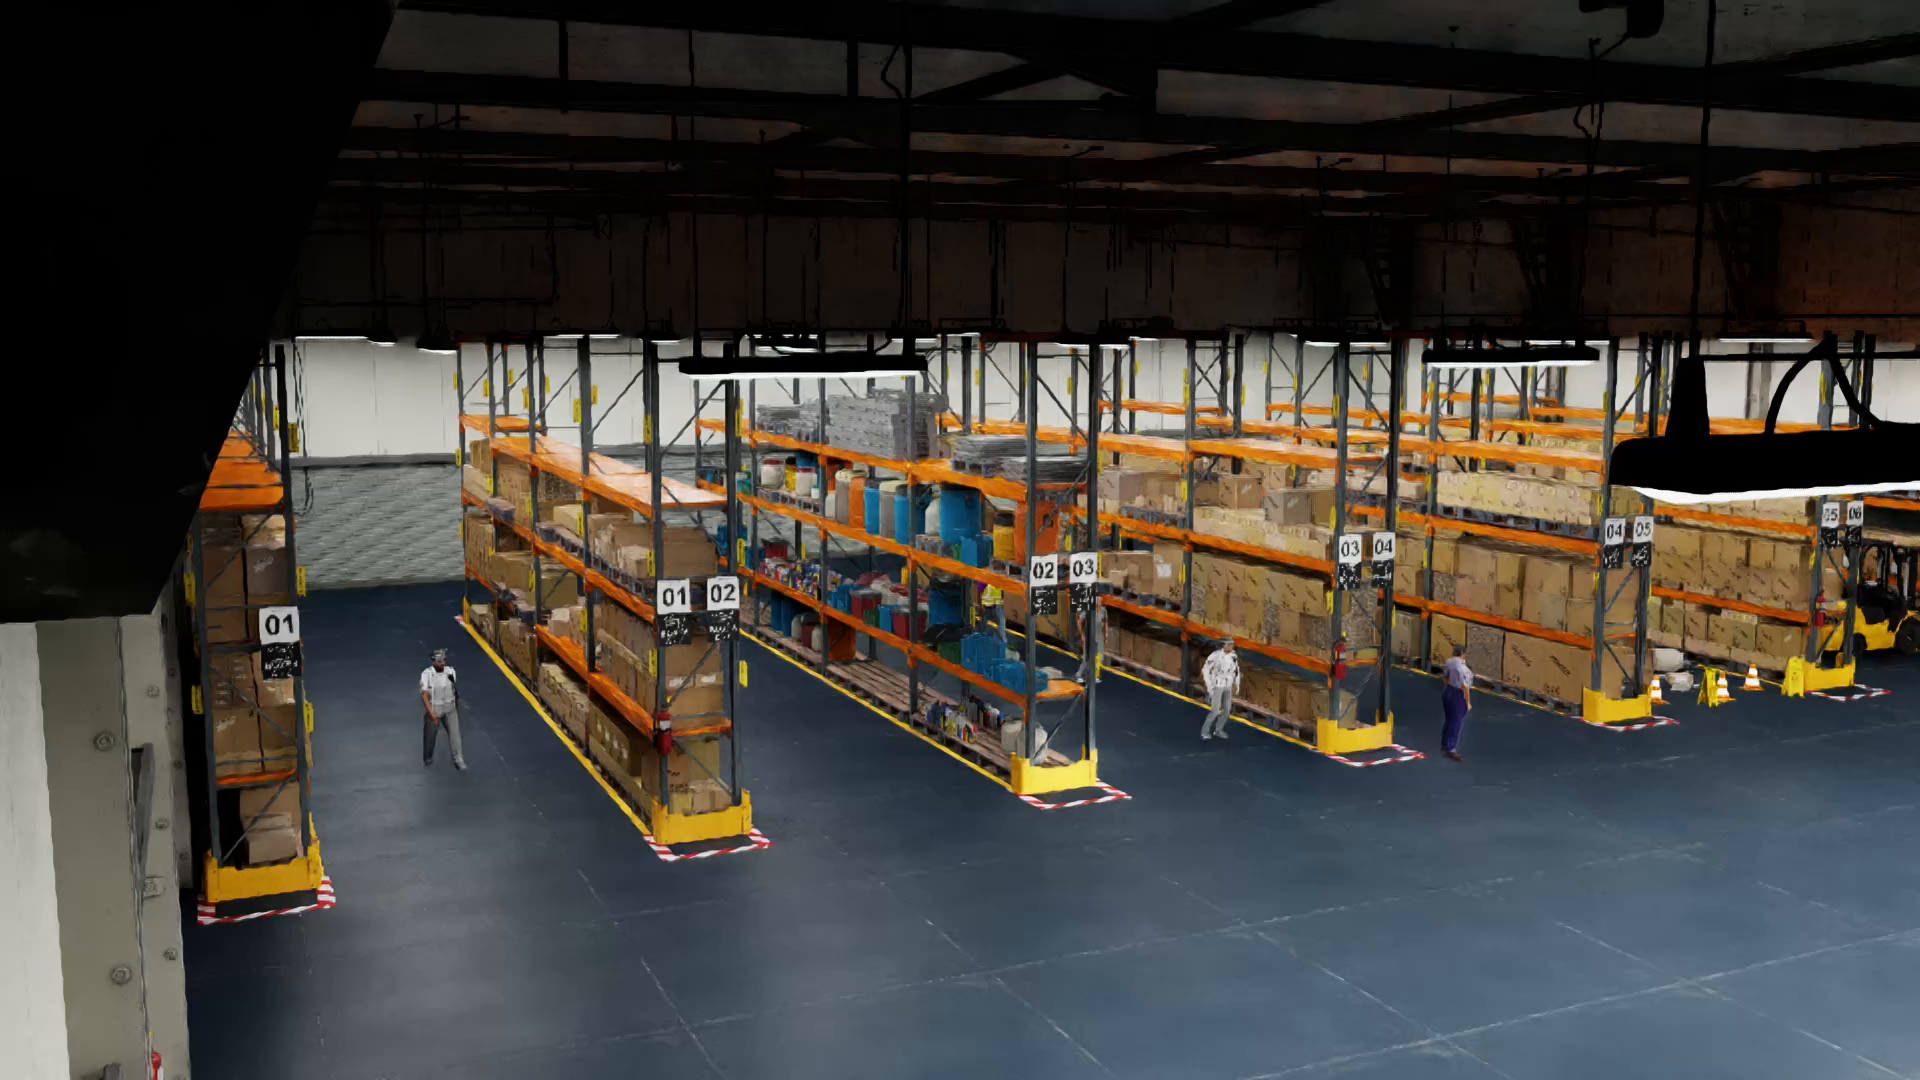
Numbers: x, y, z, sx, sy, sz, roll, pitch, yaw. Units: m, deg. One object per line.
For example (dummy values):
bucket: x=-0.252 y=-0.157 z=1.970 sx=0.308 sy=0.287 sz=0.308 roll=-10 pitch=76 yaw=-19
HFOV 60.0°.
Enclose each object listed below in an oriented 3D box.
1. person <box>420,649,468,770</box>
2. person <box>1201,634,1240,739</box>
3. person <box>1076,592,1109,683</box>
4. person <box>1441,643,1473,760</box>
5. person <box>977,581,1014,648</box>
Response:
person: x=-7.268 y=2.346 z=23.240 sx=0.535 sy=1.708 sz=1.037 roll=-5 pitch=9 yaw=-33
person: x=3.908 y=2.183 z=24.912 sx=0.639 sy=1.632 sz=0.512 roll=-4 pitch=9 yaw=-26
person: x=2.287 y=1.678 z=28.690 sx=0.580 sy=1.618 sz=0.507 roll=-4 pitch=9 yaw=-26
person: x=7.132 y=2.289 z=23.923 sx=0.392 sy=1.648 sz=0.650 roll=-1 pitch=8 yaw=-10
person: x=0.610 y=1.210 z=31.752 sx=0.577 sy=1.691 sz=1.121 roll=-3 pitch=8 yaw=-22
